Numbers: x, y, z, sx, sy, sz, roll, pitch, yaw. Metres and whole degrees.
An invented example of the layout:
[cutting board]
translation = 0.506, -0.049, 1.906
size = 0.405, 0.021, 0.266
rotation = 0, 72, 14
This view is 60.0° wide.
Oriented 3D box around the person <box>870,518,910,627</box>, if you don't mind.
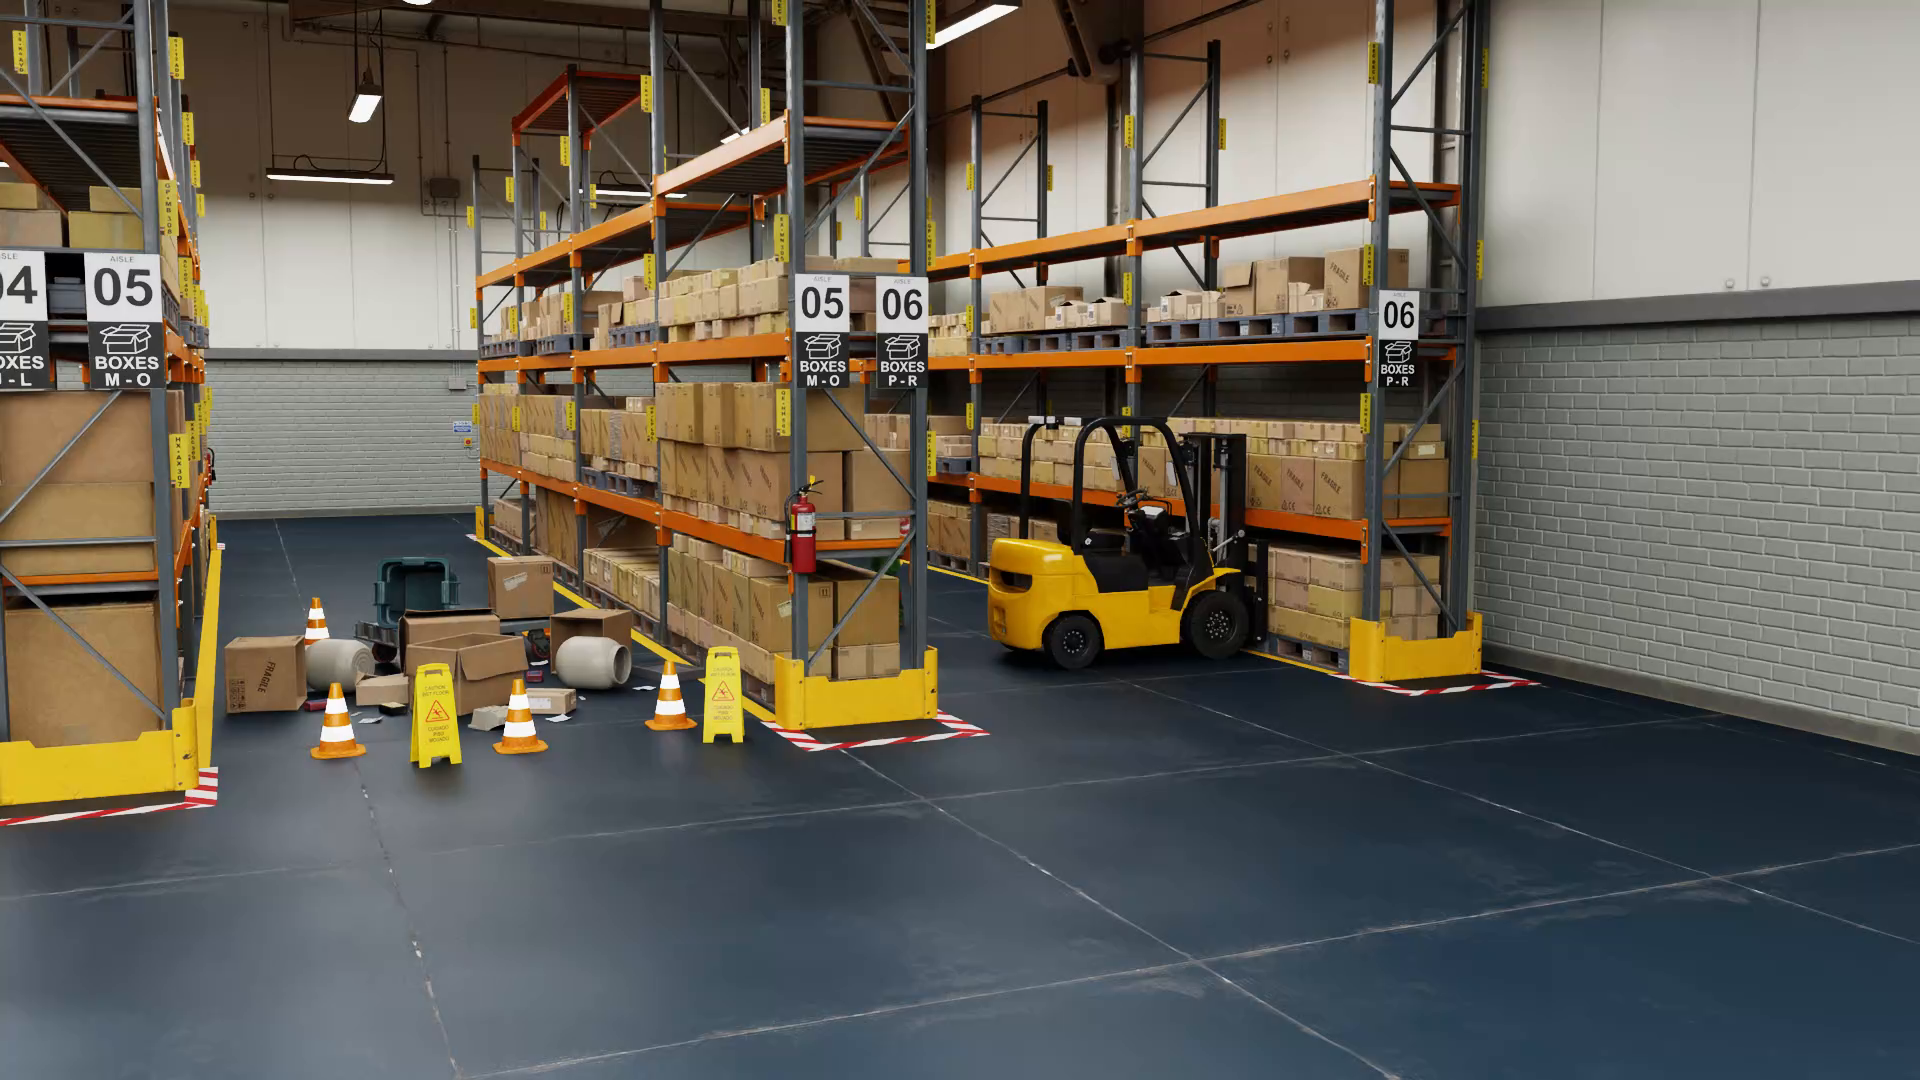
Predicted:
[person]
translation = -0.733, 0.014, 16.784
size = 0.477, 1.725, 0.547
rotation = -2, 6, -22
